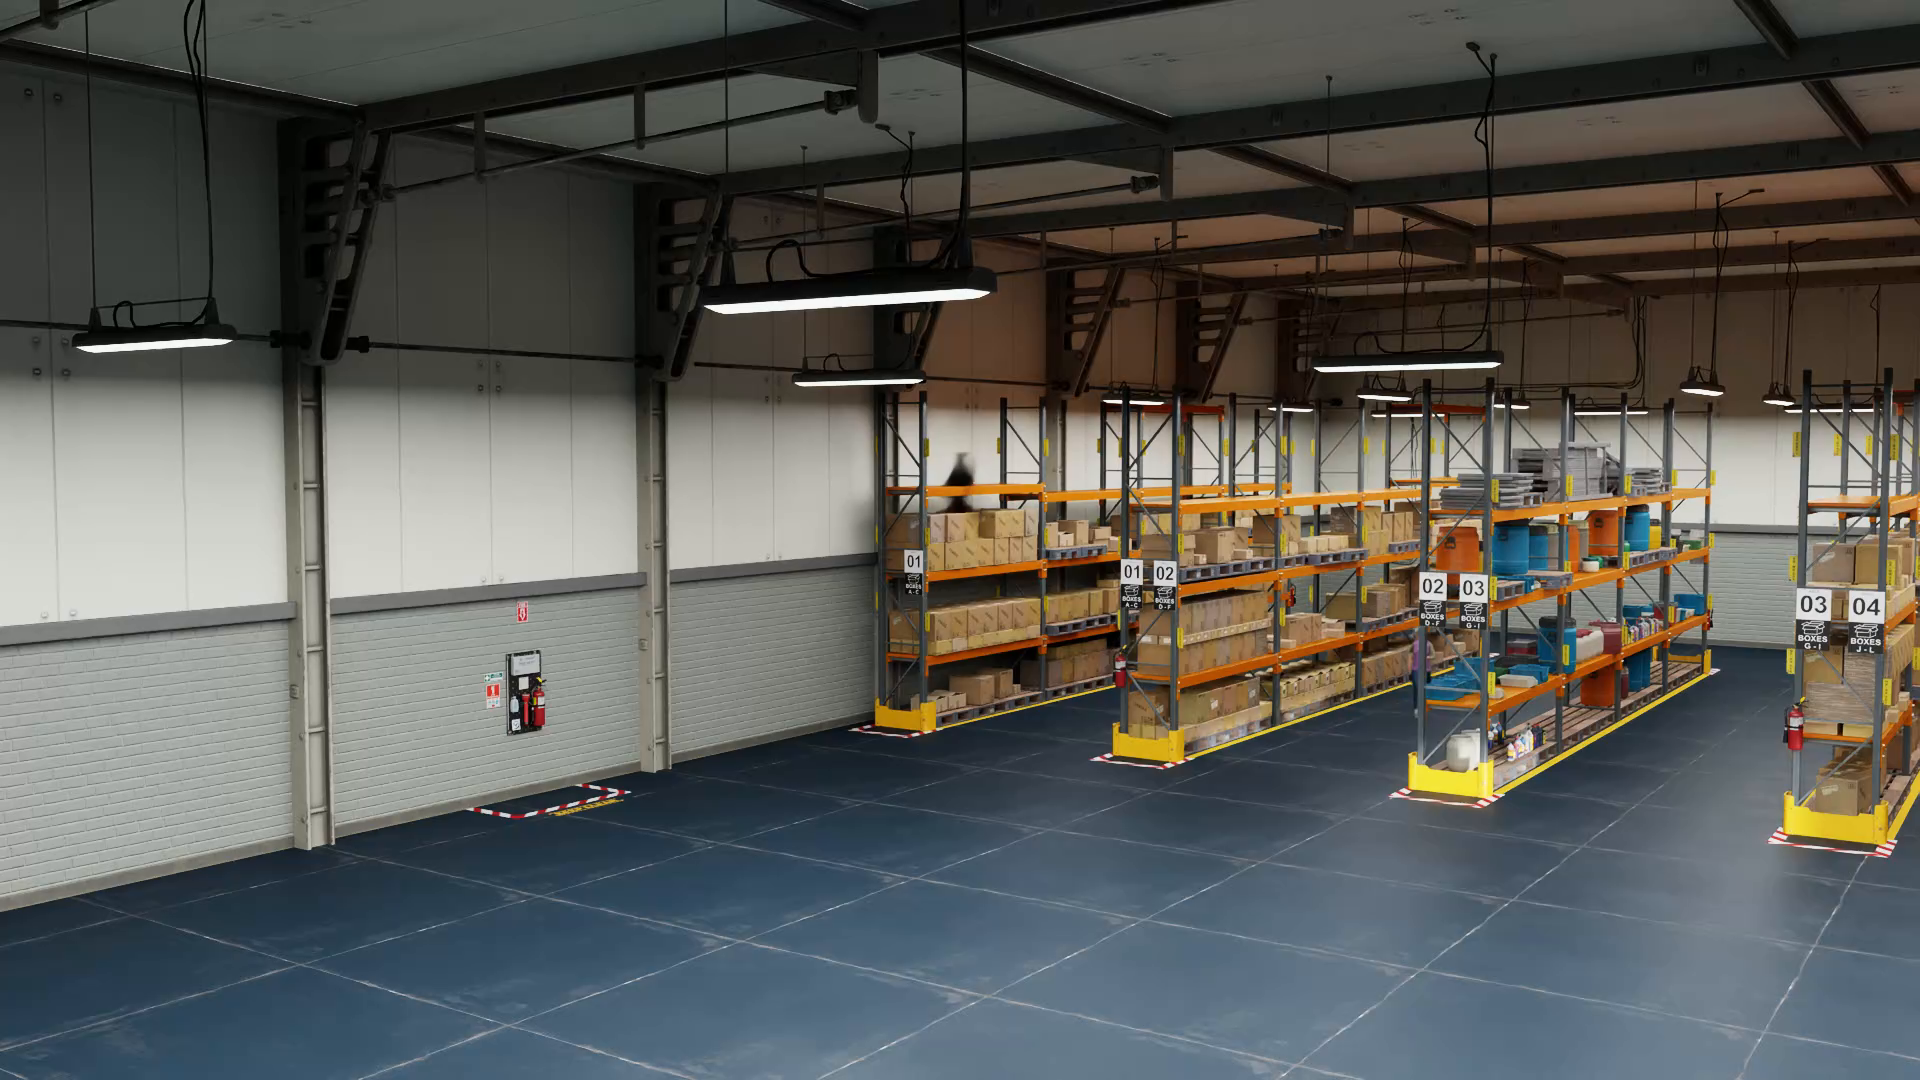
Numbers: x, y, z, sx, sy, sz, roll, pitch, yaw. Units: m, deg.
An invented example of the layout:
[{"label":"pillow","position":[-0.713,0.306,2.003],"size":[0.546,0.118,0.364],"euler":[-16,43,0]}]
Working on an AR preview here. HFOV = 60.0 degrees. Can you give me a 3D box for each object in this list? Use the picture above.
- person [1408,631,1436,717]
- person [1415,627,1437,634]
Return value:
[{"label":"person","position":[8.625,2.455,31.082],"size":[0.515,1.603,0.862],"euler":[1,3,18]},{"label":"person","position":[11.948,1.831,42.321],"size":[0.625,1.652,0.653],"euler":[-2,4,-29]}]
